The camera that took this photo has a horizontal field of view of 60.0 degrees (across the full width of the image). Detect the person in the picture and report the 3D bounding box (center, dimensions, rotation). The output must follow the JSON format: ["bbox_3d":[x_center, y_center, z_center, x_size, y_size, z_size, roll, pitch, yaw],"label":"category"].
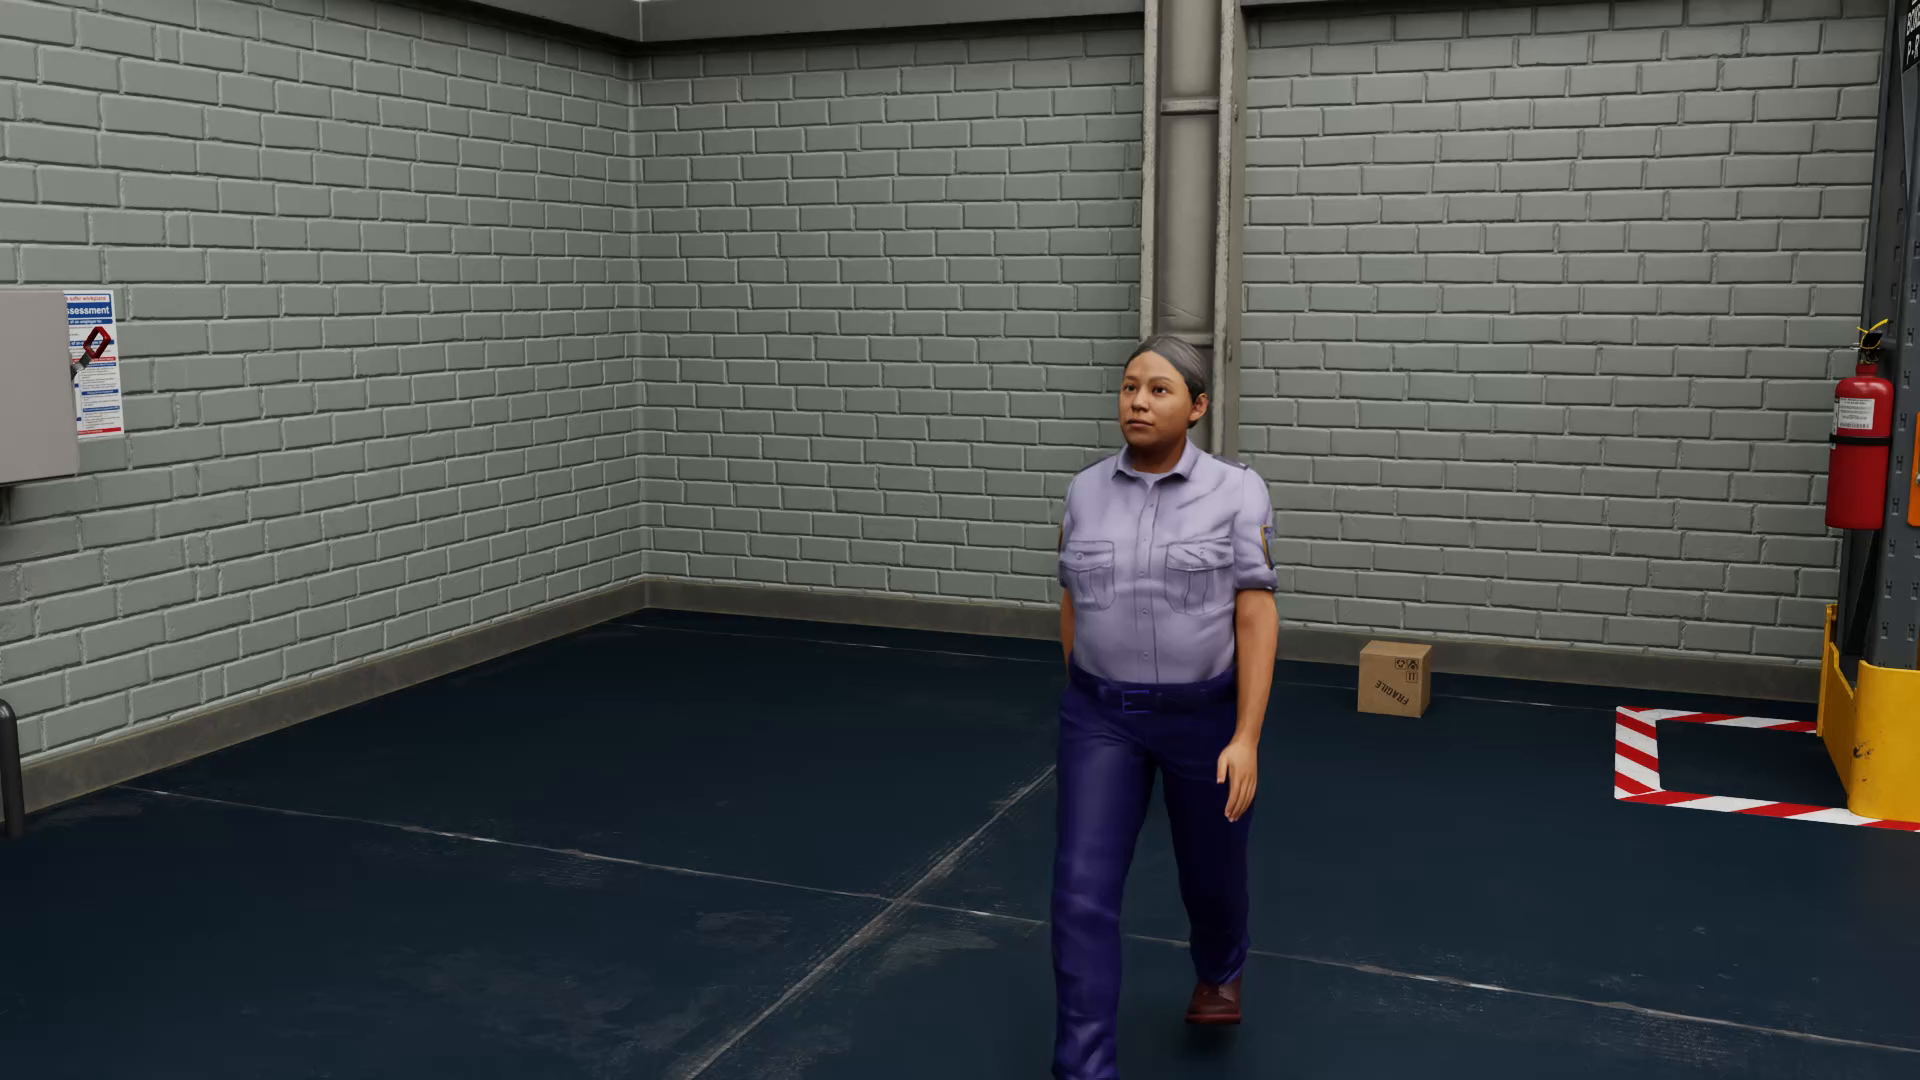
[{"bbox_3d":[0.407,0.391,3.402,0.471,1.583,0.988,2,9,15],"label":"person"}]
